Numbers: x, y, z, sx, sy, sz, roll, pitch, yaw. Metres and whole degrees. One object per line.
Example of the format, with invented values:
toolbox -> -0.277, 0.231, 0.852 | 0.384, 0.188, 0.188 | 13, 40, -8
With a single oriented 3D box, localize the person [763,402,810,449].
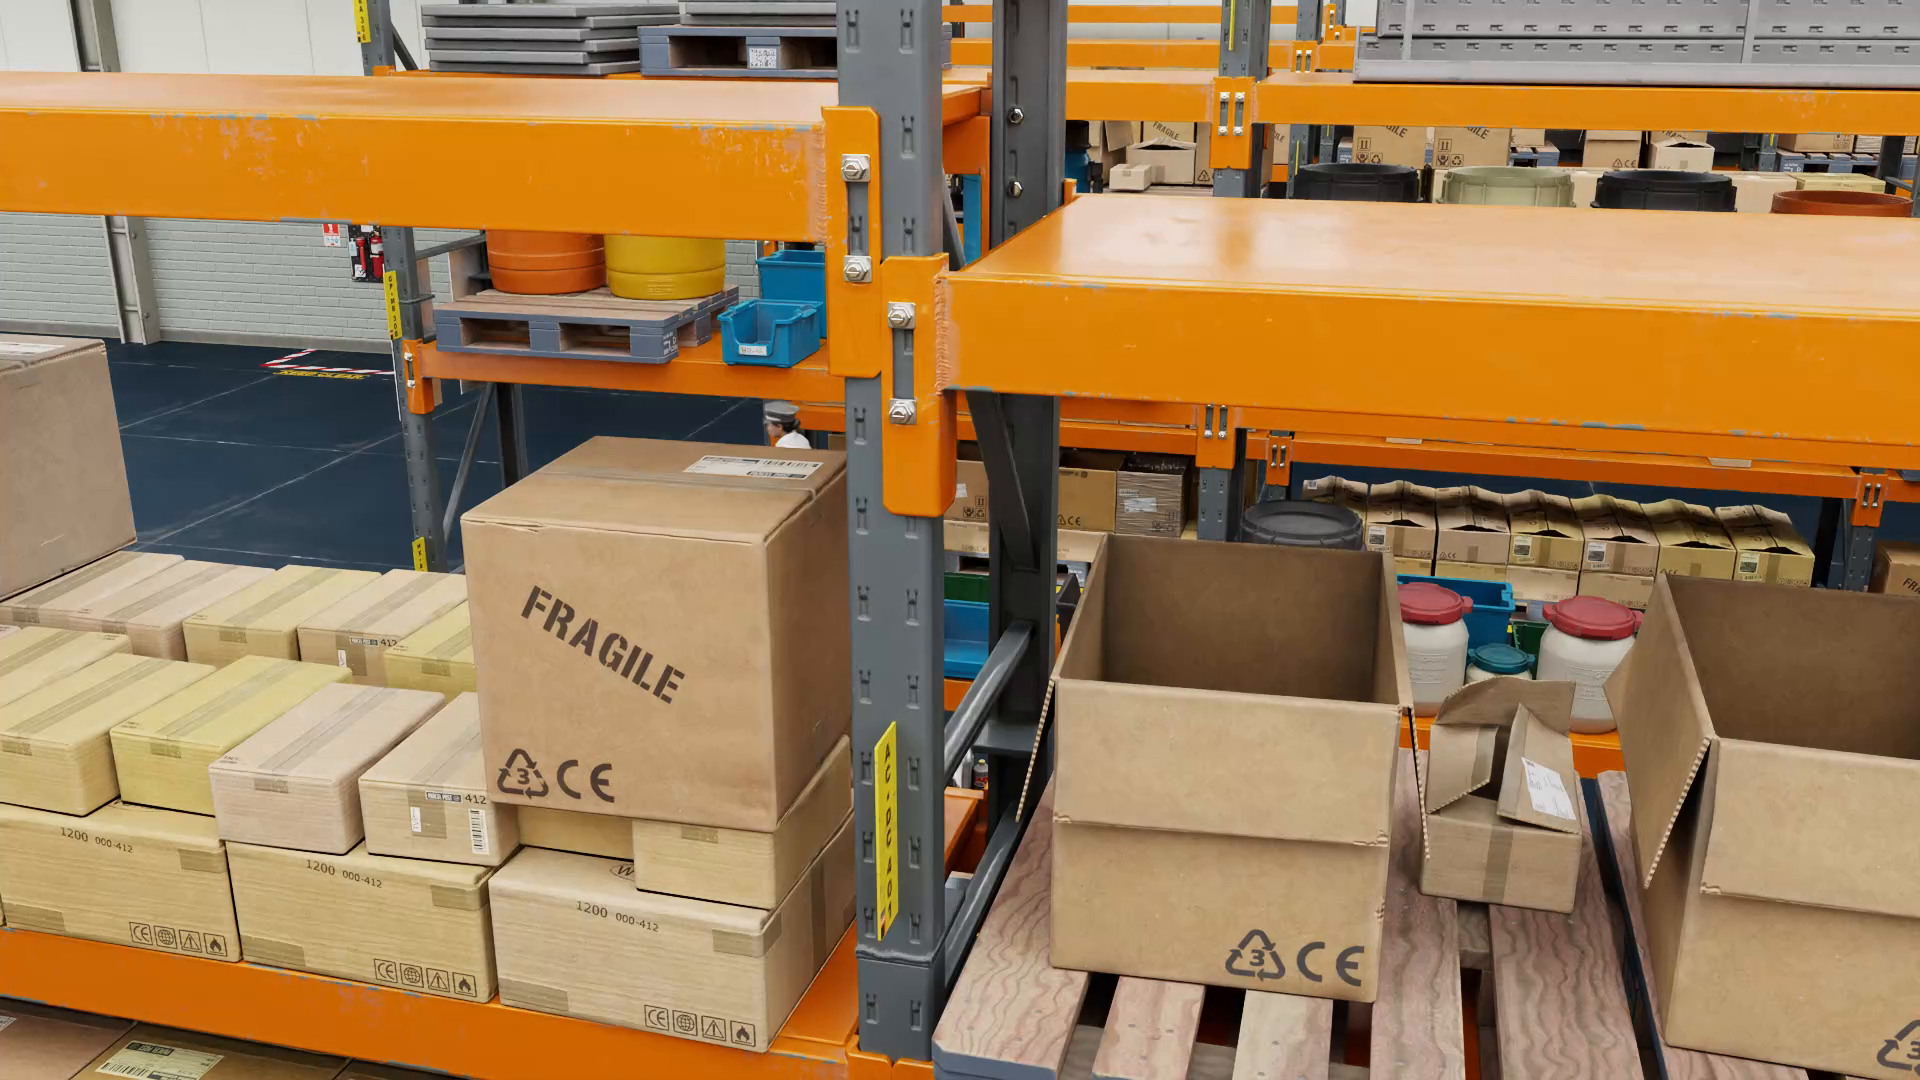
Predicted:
person -> -1.217, -0.183, 12.105 | 0.373, 1.662, 0.524 | 4, 19, 11
